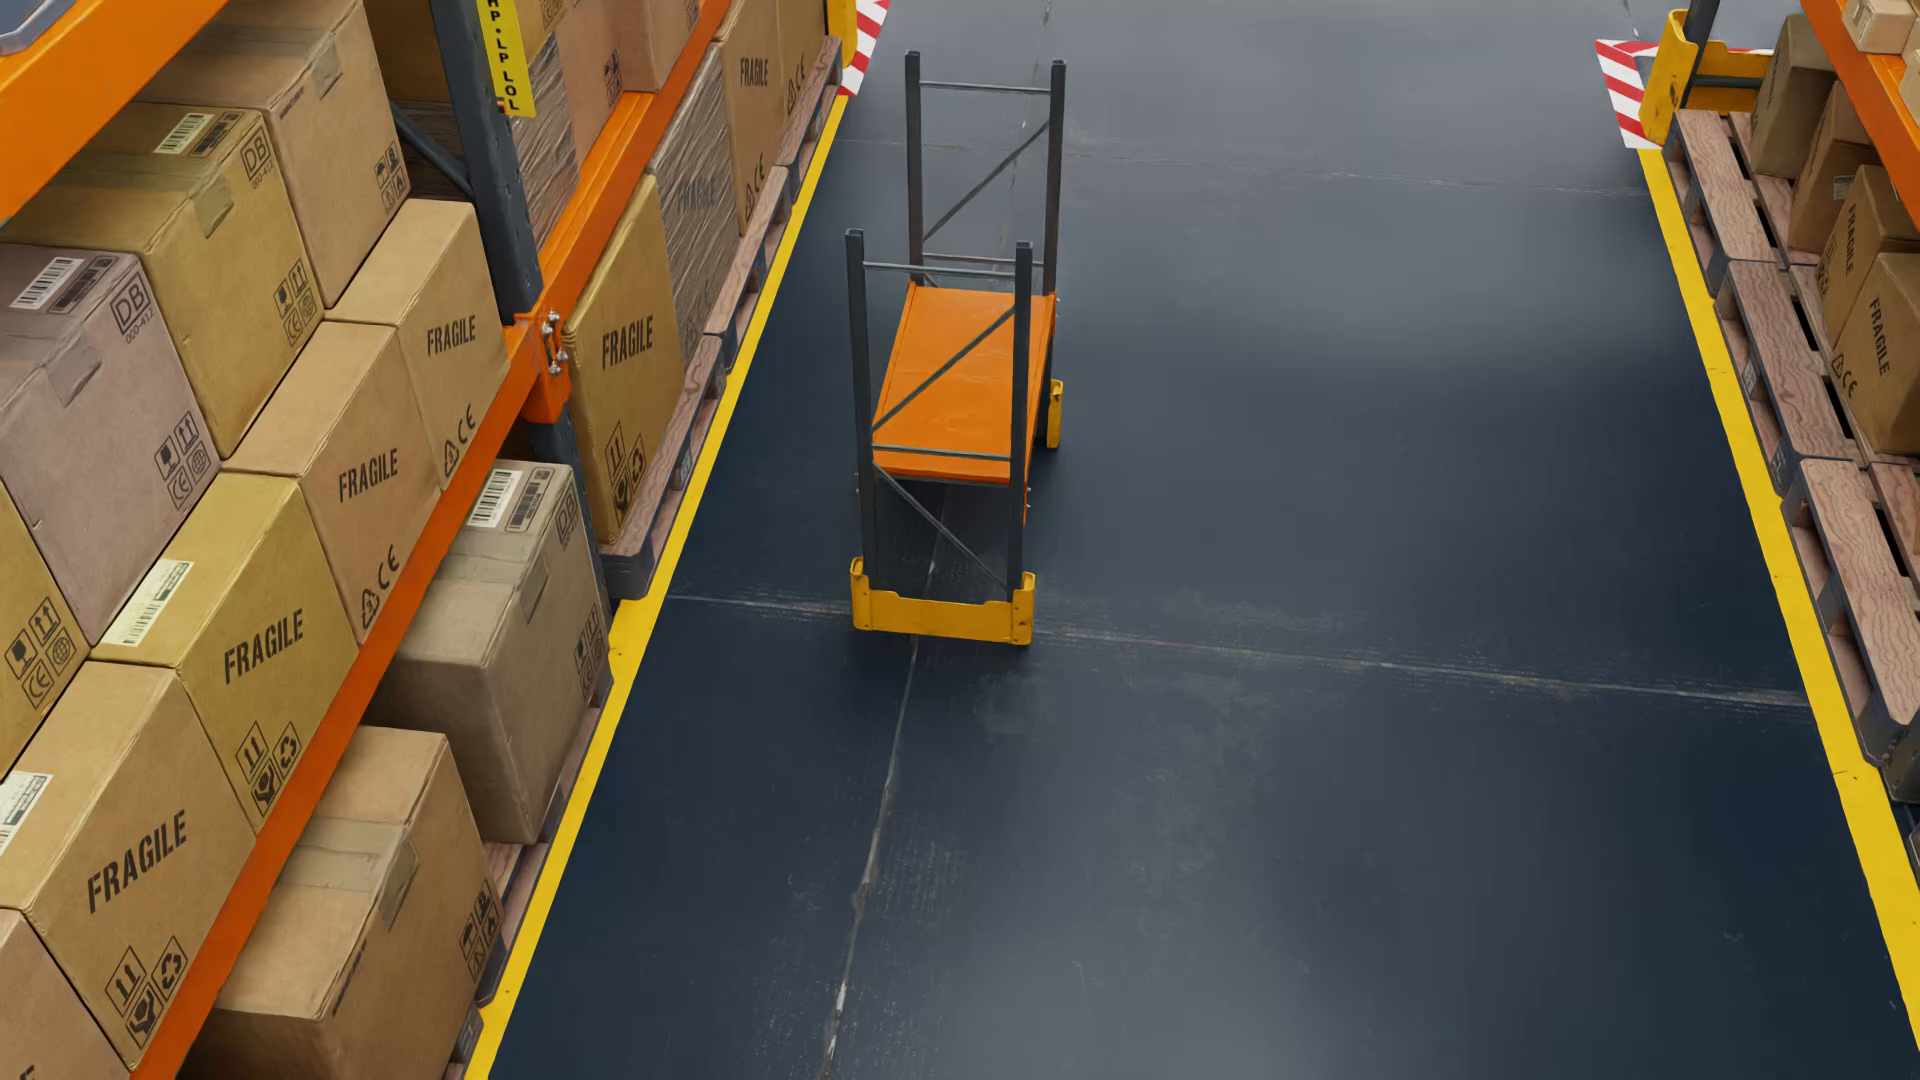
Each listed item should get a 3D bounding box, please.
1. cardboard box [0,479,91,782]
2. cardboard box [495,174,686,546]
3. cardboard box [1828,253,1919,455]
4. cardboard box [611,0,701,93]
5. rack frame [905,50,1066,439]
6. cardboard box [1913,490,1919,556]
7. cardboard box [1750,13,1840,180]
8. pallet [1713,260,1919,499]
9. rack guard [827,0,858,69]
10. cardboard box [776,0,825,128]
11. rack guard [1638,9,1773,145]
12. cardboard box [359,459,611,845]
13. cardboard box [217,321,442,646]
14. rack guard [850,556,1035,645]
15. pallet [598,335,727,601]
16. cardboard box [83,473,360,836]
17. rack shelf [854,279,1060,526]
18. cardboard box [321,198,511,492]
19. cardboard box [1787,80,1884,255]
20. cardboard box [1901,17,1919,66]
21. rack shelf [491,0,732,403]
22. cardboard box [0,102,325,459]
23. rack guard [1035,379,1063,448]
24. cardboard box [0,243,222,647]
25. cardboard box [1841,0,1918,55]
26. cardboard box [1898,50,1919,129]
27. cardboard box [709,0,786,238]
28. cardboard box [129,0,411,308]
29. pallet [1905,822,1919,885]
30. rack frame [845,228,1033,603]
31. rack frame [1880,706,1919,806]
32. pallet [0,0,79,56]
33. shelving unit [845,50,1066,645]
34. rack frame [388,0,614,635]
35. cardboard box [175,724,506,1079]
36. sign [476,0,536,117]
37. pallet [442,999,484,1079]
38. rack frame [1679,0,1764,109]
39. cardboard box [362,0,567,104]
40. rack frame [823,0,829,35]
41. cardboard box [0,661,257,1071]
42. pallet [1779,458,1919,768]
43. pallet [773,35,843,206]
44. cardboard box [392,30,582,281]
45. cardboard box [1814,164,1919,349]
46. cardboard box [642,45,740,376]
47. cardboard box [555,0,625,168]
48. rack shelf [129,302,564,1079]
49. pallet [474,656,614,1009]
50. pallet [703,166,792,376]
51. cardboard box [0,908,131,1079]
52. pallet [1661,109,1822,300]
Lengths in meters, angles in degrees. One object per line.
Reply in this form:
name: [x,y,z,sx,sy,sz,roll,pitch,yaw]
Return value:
cardboard box: [-1.903,0.152,2.608,0.700,0.500,0.500,5,44,5]
cardboard box: [-1.489,-0.630,5.473,0.875,0.875,0.875,6,44,6]
cardboard box: [3.426,-0.642,5.759,0.500,0.500,0.500,2,43,2]
cardboard box: [-1.366,-1.868,5.432,0.875,0.550,0.550,5,44,6]
rack frame: [0.078,-0.949,5.662,0.500,1.500,0.032,5,44,6]
cardboard box: [3.422,-0.211,5.304,0.500,0.500,0.500,19,46,19]
cardboard box: [3.691,-1.853,7.038,0.500,0.500,0.500,13,45,13]
pallet: [3.474,-0.589,6.218,1.003,0.211,1.213,5,44,6]
rack guard: [-1.110,-2.661,8.197,1.175,0.500,0.348,5,44,6]
cardboard box: [-1.137,-2.465,7.412,0.875,0.875,0.875,5,44,6]
rack guard: [3.780,-2.073,7.576,1.175,0.500,0.348,5,44,6]
cardboard box: [-1.635,0.269,4.615,1.050,0.750,0.750,5,44,5]
cardboard box: [-1.513,-0.138,3.642,0.500,0.500,0.500,5,44,5]
rack guard: [-0.056,0.197,5.360,0.587,0.250,0.087,5,44,6]
pallet: [-1.464,-0.325,5.940,1.003,0.211,1.213,5,44,6]
cardboard box: [-1.579,0.206,3.278,0.500,0.500,0.500,6,44,6]
rack shelf: [0.011,-0.472,5.419,0.538,0.185,1.000,5,44,6]
cardboard box: [-1.446,-0.483,4.005,0.500,0.500,0.500,5,44,5]
cardboard box: [3.646,-1.443,6.605,0.500,0.500,0.500,16,46,16]
cardboard box: [3.320,-1.573,5.412,0.380,0.149,0.250,5,44,6]
rack shelf: [-1.377,-1.928,6.128,1.077,0.370,4.000,5,44,6]
cardboard box: [-1.768,-0.536,3.335,0.700,0.500,0.500,5,44,5]
rack guard: [0.076,-0.482,6.077,0.587,0.250,0.087,5,44,6]
cardboard box: [-1.835,-0.192,2.971,0.700,0.500,0.500,6,44,6]
cardboard box: [3.222,-1.755,5.605,0.380,0.149,0.250,5,44,6]
cardboard box: [3.211,-1.410,5.240,0.380,0.149,0.250,5,44,6]
cardboard box: [-1.251,-1.865,6.778,0.875,0.875,0.875,5,44,5]
cardboard box: [-1.702,-0.887,3.705,0.700,0.500,0.500,5,44,5]
pallet: [3.160,1.237,4.290,1.003,0.211,1.213,5,44,6]
rack frame: [-0.056,-0.256,4.930,0.500,1.500,0.032,5,44,6]
rack frame: [3.261,-0.307,3.892,1.000,3.000,0.127,5,44,6]
pallet: [-1.714,-1.217,2.811,0.805,0.209,1.217,4,44,4]
shelving unit: [0.010,-0.597,5.289,0.587,1.500,1.083,5,44,6]
rack frame: [-1.642,-0.826,4.441,1.000,3.000,0.127,5,44,6]
cardboard box: [-1.766,0.926,3.921,1.050,0.750,0.750,5,44,6]
sign: [-1.103,-1.175,4.025,0.100,0.325,0.005,5,44,6]
pallet: [-1.828,1.553,3.957,1.003,0.211,1.213,5,44,6]
rack frame: [3.790,-3.033,6.771,1.000,3.000,0.127,5,44,6]
cardboard box: [-1.559,-1.521,4.280,0.875,0.550,0.550,5,44,6]
rack frame: [-1.113,-3.552,7.320,1.000,3.000,0.127,5,44,6]
cardboard box: [-1.644,0.552,2.912,0.500,0.500,0.500,5,44,5]
pallet: [3.315,0.245,5.338,1.003,0.211,1.213,5,44,6]
pallet: [-1.141,-1.988,7.696,1.003,0.211,1.213,5,44,6]
cardboard box: [-1.605,-1.133,4.656,0.875,0.550,0.550,5,44,6]
cardboard box: [3.544,-1.018,6.156,0.500,0.500,0.500,9,44,9]
cardboard box: [-1.374,-1.244,6.122,0.875,0.875,0.875,6,44,6]
cardboard box: [-1.555,-1.510,5.054,0.875,0.550,0.550,5,44,6]
rack shelf: [-1.906,0.798,3.249,1.077,0.370,4.000,5,44,6]
pallet: [-1.669,0.719,4.837,1.003,0.211,1.213,5,44,6]
pallet: [-1.305,-1.159,6.820,1.003,0.211,1.213,5,44,6]
cardboard box: [-1.712,0.892,2.554,0.500,0.500,0.500,5,44,5]
pallet: [3.638,-1.418,7.094,1.003,0.211,1.213,5,44,6]
